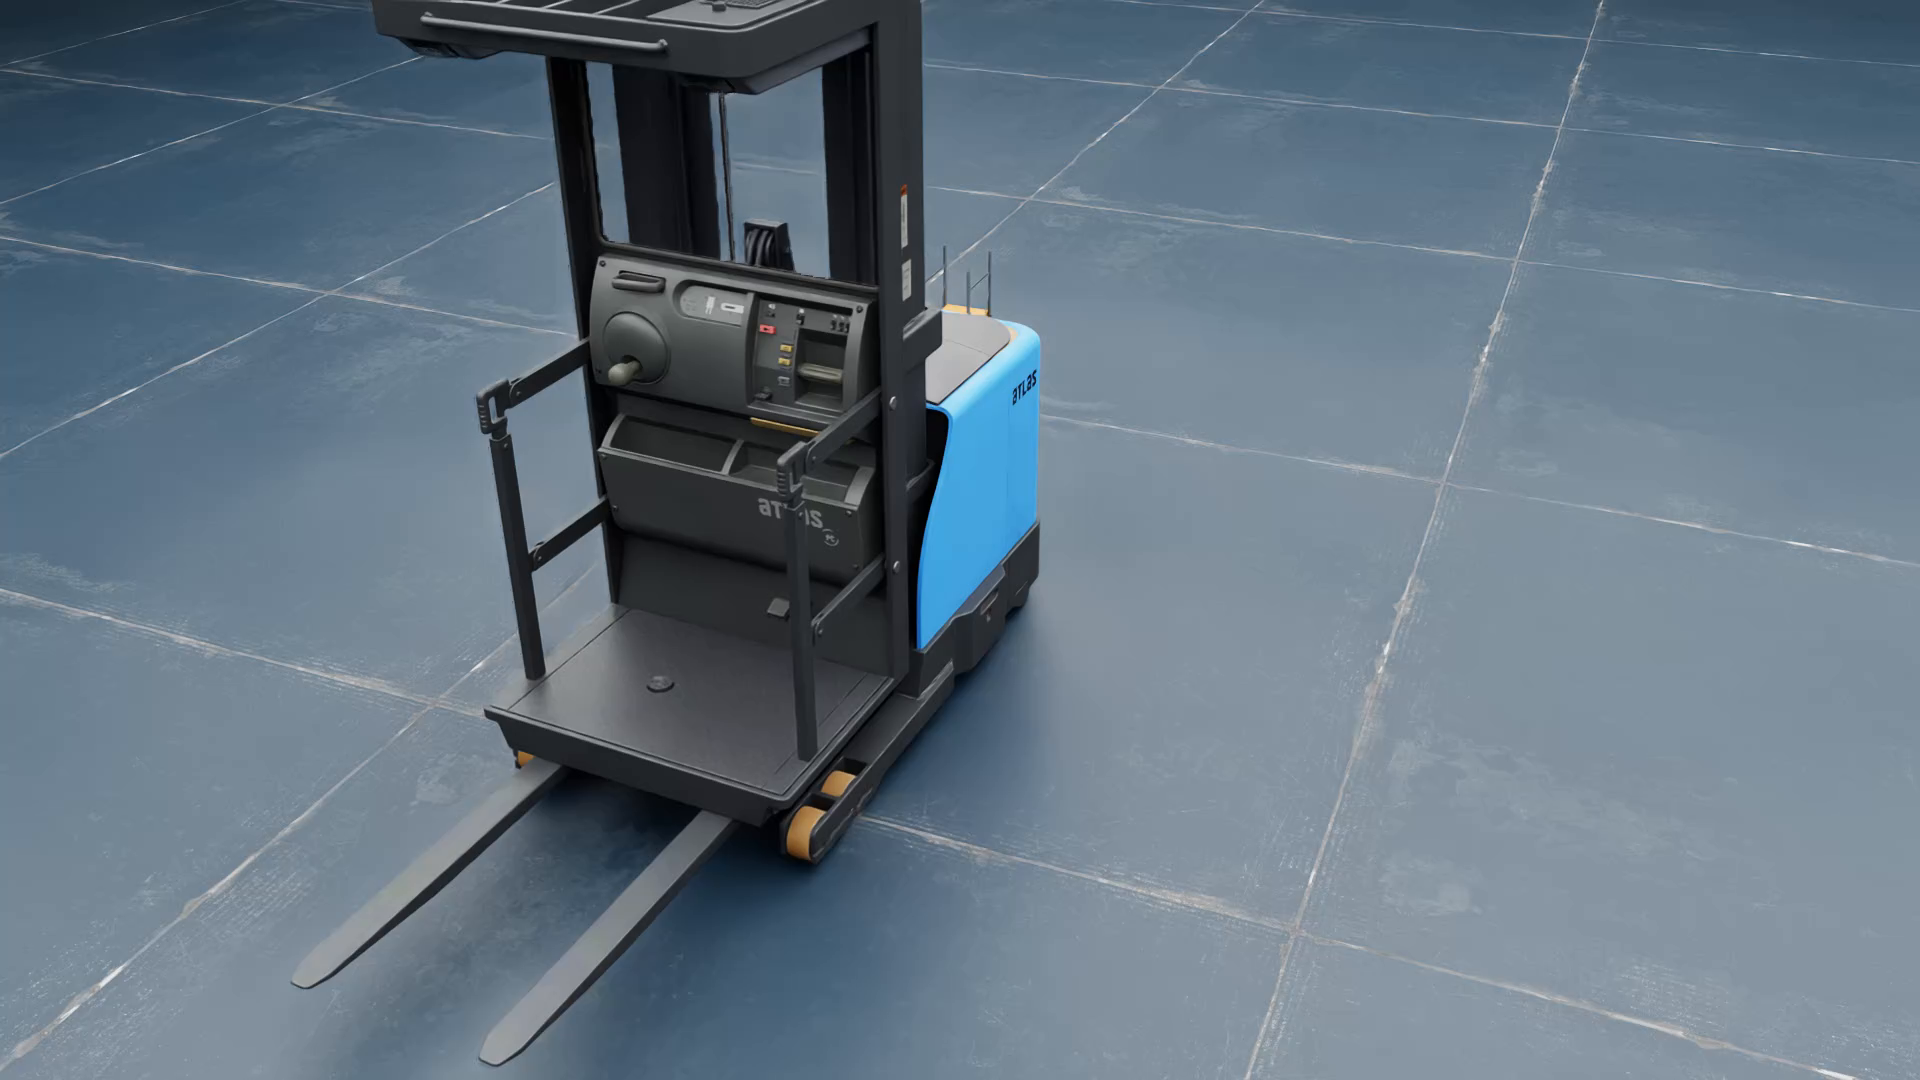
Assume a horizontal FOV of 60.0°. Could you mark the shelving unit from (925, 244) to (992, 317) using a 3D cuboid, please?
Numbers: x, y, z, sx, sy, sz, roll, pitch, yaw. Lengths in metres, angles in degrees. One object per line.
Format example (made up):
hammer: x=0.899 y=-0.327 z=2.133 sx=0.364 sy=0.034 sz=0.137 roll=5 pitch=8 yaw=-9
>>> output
shelving unit: x=-0.013 y=-0.525 z=6.459 sx=0.189 sy=1.200 sz=0.258 roll=11 pitch=31 yaw=19

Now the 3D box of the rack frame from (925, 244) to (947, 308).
rack frame: x=-0.098 y=-0.542 z=6.489 sx=0.006 sy=1.200 sz=0.240 roll=11 pitch=31 yaw=19

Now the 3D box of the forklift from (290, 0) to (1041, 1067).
forklift: x=-0.782 y=-0.548 z=4.741 sx=1.130 sy=2.935 sz=3.031 roll=13 pitch=32 yaw=22

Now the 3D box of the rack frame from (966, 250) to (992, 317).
rack frame: x=0.071 y=-0.508 z=6.430 sx=0.006 sy=1.200 sz=0.240 roll=11 pitch=31 yaw=19

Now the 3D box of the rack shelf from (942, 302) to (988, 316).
rack shelf: x=-0.013 y=-0.800 z=6.304 sx=0.180 sy=0.103 sz=0.258 roll=11 pitch=31 yaw=19
